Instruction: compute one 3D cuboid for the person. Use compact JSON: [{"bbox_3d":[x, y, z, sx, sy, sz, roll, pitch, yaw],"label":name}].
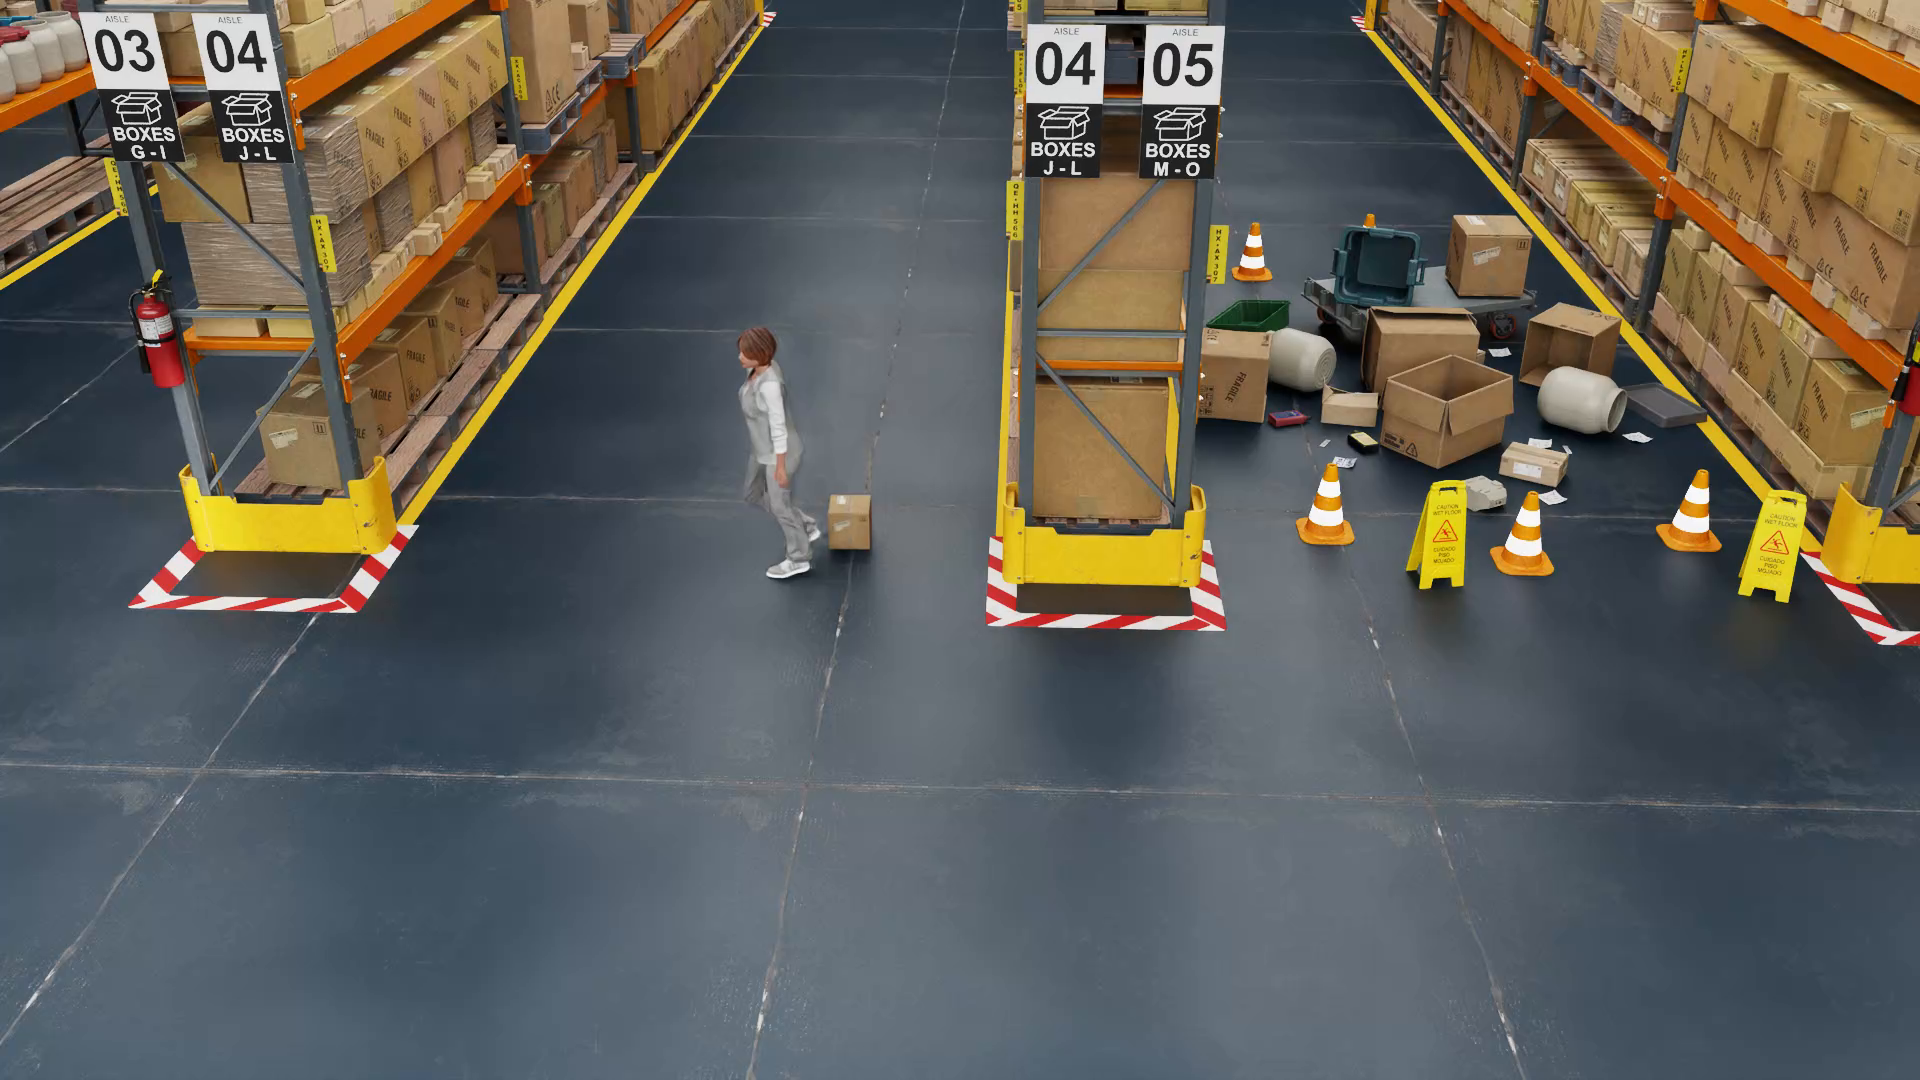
[{"bbox_3d":[-1.026,-0.502,9.543,0.449,1.588,0.470,-9,30,-16],"label":"person"}]
